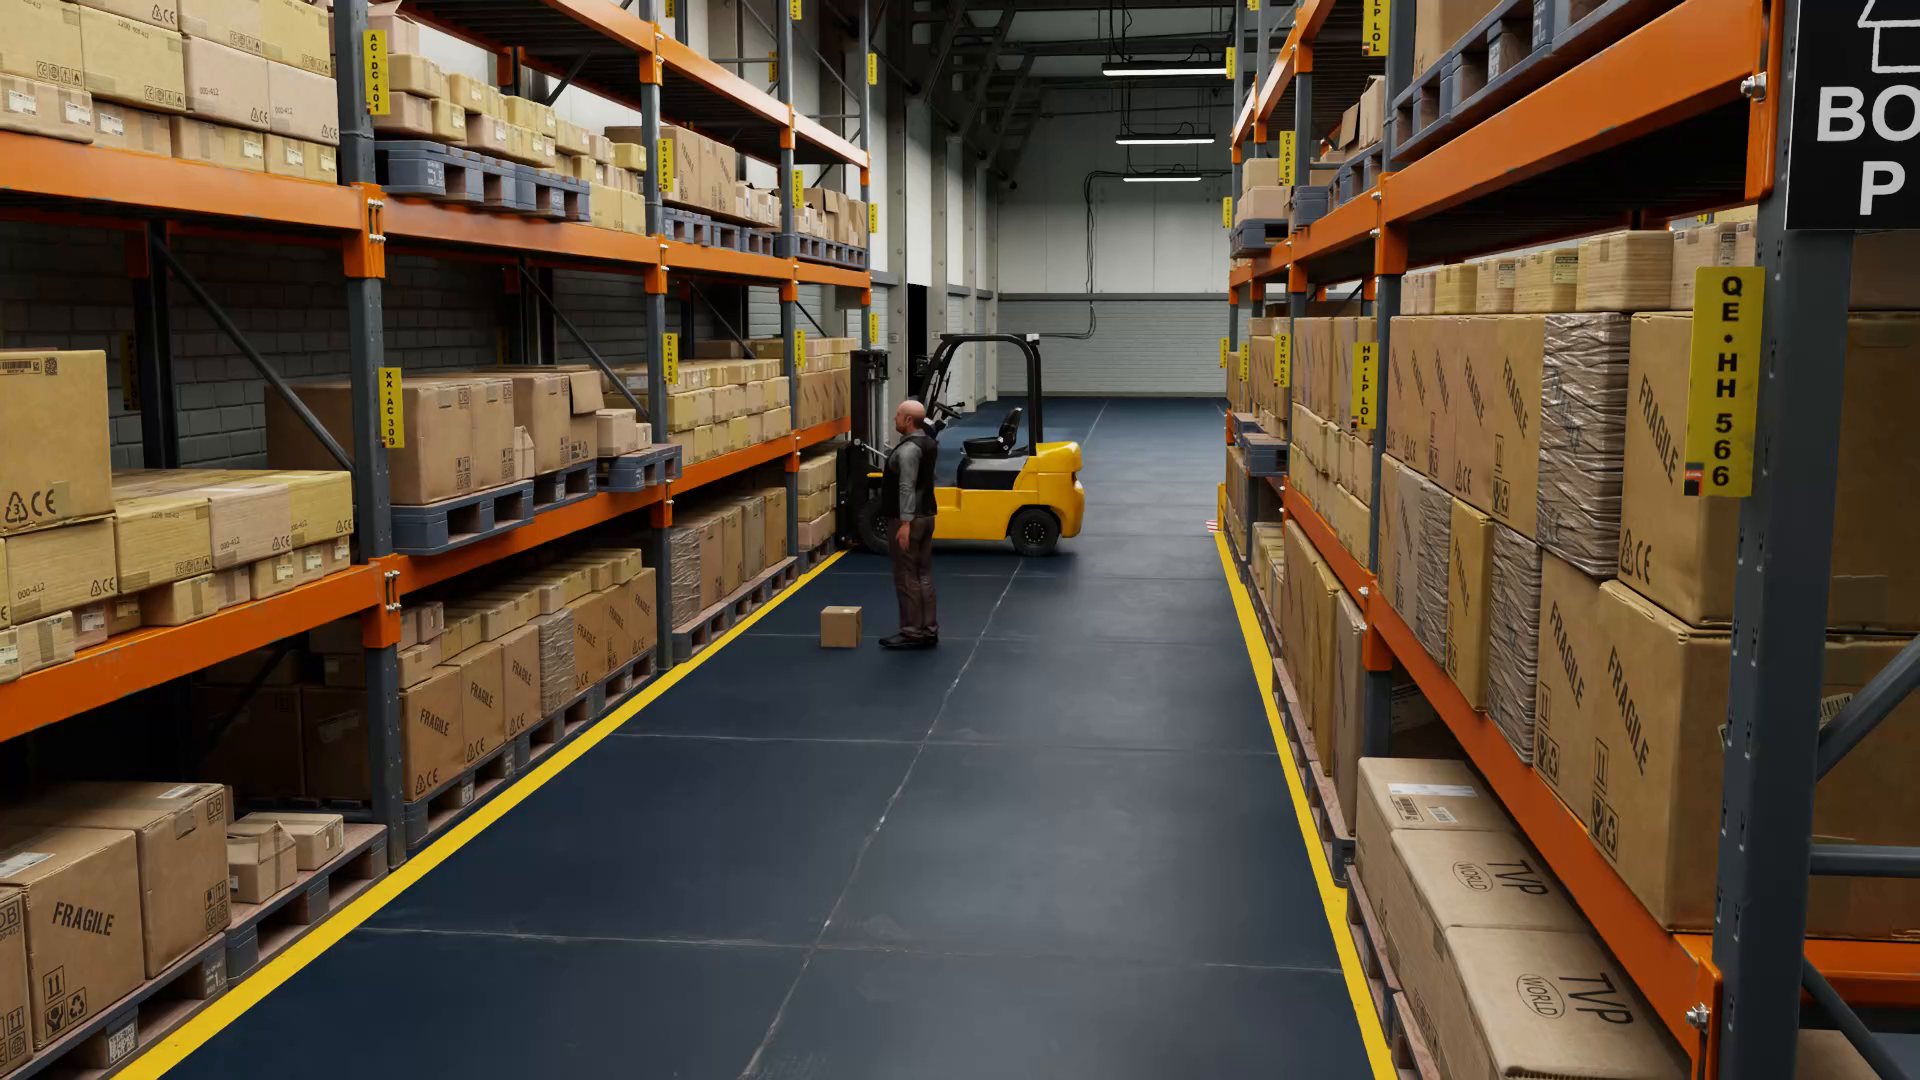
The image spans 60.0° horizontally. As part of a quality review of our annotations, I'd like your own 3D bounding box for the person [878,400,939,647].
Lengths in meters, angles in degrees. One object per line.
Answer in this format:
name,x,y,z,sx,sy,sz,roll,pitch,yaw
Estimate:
person,-0.339,-0.120,11.677,0.384,1.721,0.593,3,8,20
